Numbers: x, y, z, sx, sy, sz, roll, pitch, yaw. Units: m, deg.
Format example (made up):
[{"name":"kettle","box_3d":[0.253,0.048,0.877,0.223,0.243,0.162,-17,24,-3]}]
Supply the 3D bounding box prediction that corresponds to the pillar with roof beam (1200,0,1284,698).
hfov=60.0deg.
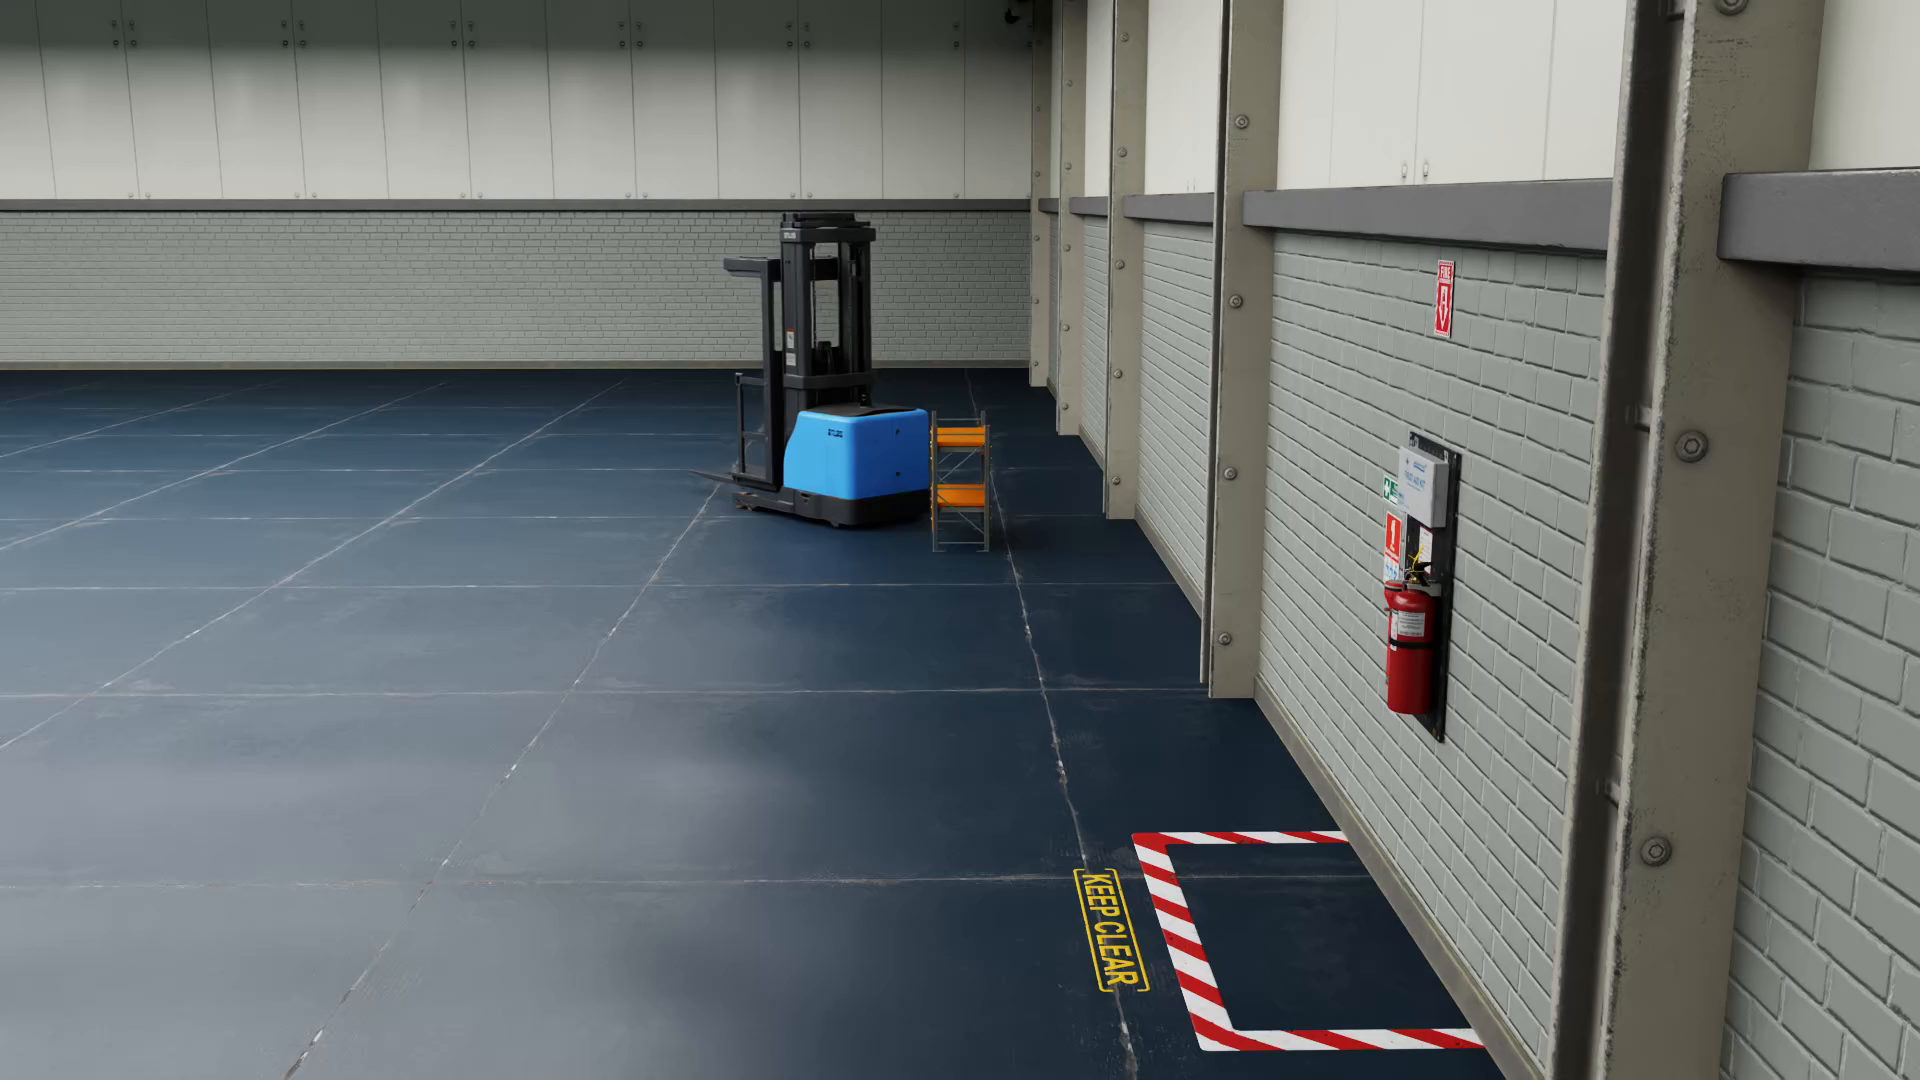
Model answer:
[{"name":"pillar with roof beam","box_3d":[-2.592,-3.445,9.598,9.100,9.000,0.400,0,11,-1]}]

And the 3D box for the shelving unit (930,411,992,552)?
[{"name":"shelving unit","box_3d":[0.000,-0.550,15.132,0.538,1.125,1.048,0,11,-1]}]

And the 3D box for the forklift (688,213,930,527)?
[{"name":"forklift","box_3d":[-1.655,-1.791,16.704,1.130,2.935,3.031,-10,15,-41]}]

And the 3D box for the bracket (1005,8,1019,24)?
[{"name":"bracket","box_3d":[0.927,-9.357,29.686,0.235,0.232,0.430,0,11,-1]}]

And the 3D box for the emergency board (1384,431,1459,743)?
[{"name":"emergency board","box_3d":[1.823,0.179,6.825,0.194,1.169,0.643,0,11,-1]}]

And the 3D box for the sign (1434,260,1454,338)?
[{"name":"sign","box_3d":[1.922,-0.959,6.605,0.001,0.298,0.199,0,11,-1]}]

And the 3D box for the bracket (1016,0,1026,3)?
[{"name":"bracket","box_3d":[0.993,-8.721,26.551,0.235,0.232,0.430,0,11,-1]}]

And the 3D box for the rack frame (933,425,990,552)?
[{"name":"rack frame","box_3d":[0.011,-0.449,14.633,0.500,1.125,0.032,0,11,-1]}]

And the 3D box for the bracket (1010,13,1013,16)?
[{"name":"bracket","box_3d":[0.939,-9.240,29.107,0.076,0.066,3.189,0,11,-1]}]

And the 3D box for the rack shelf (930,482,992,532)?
[{"name":"rack shelf","box_3d":[0.000,-0.310,15.180,0.538,0.278,1.000,0,11,-1]}]

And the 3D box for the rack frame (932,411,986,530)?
[{"name":"rack frame","box_3d":[-0.010,-0.651,15.630,0.500,1.125,0.032,0,11,-1]}]

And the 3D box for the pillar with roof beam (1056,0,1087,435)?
[{"name":"pillar with roof beam","box_3d":[-2.840,-5.830,21.356,9.100,9.000,0.400,0,11,-1]}]

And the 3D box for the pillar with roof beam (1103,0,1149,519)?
[{"name":"pillar with roof beam","box_3d":[-2.716,-4.638,15.477,9.100,9.000,0.400,0,11,-1]}]

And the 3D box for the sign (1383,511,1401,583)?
[{"name":"sign","box_3d":[1.914,0.051,7.366,0.001,0.329,0.234,0,11,-1]}]

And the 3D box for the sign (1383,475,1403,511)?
[{"name":"sign","box_3d":[1.906,-0.208,7.308,0.001,0.109,0.331,0,11,-1]}]

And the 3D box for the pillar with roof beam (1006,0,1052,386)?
[{"name":"pillar with roof beam","box_3d":[-2.964,-7.023,27.235,9.100,9.000,0.548,0,11,-1]}]

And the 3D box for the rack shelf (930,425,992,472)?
[{"name":"rack shelf","box_3d":[0.000,-0.837,15.073,0.538,0.278,1.000,0,11,-1]}]
